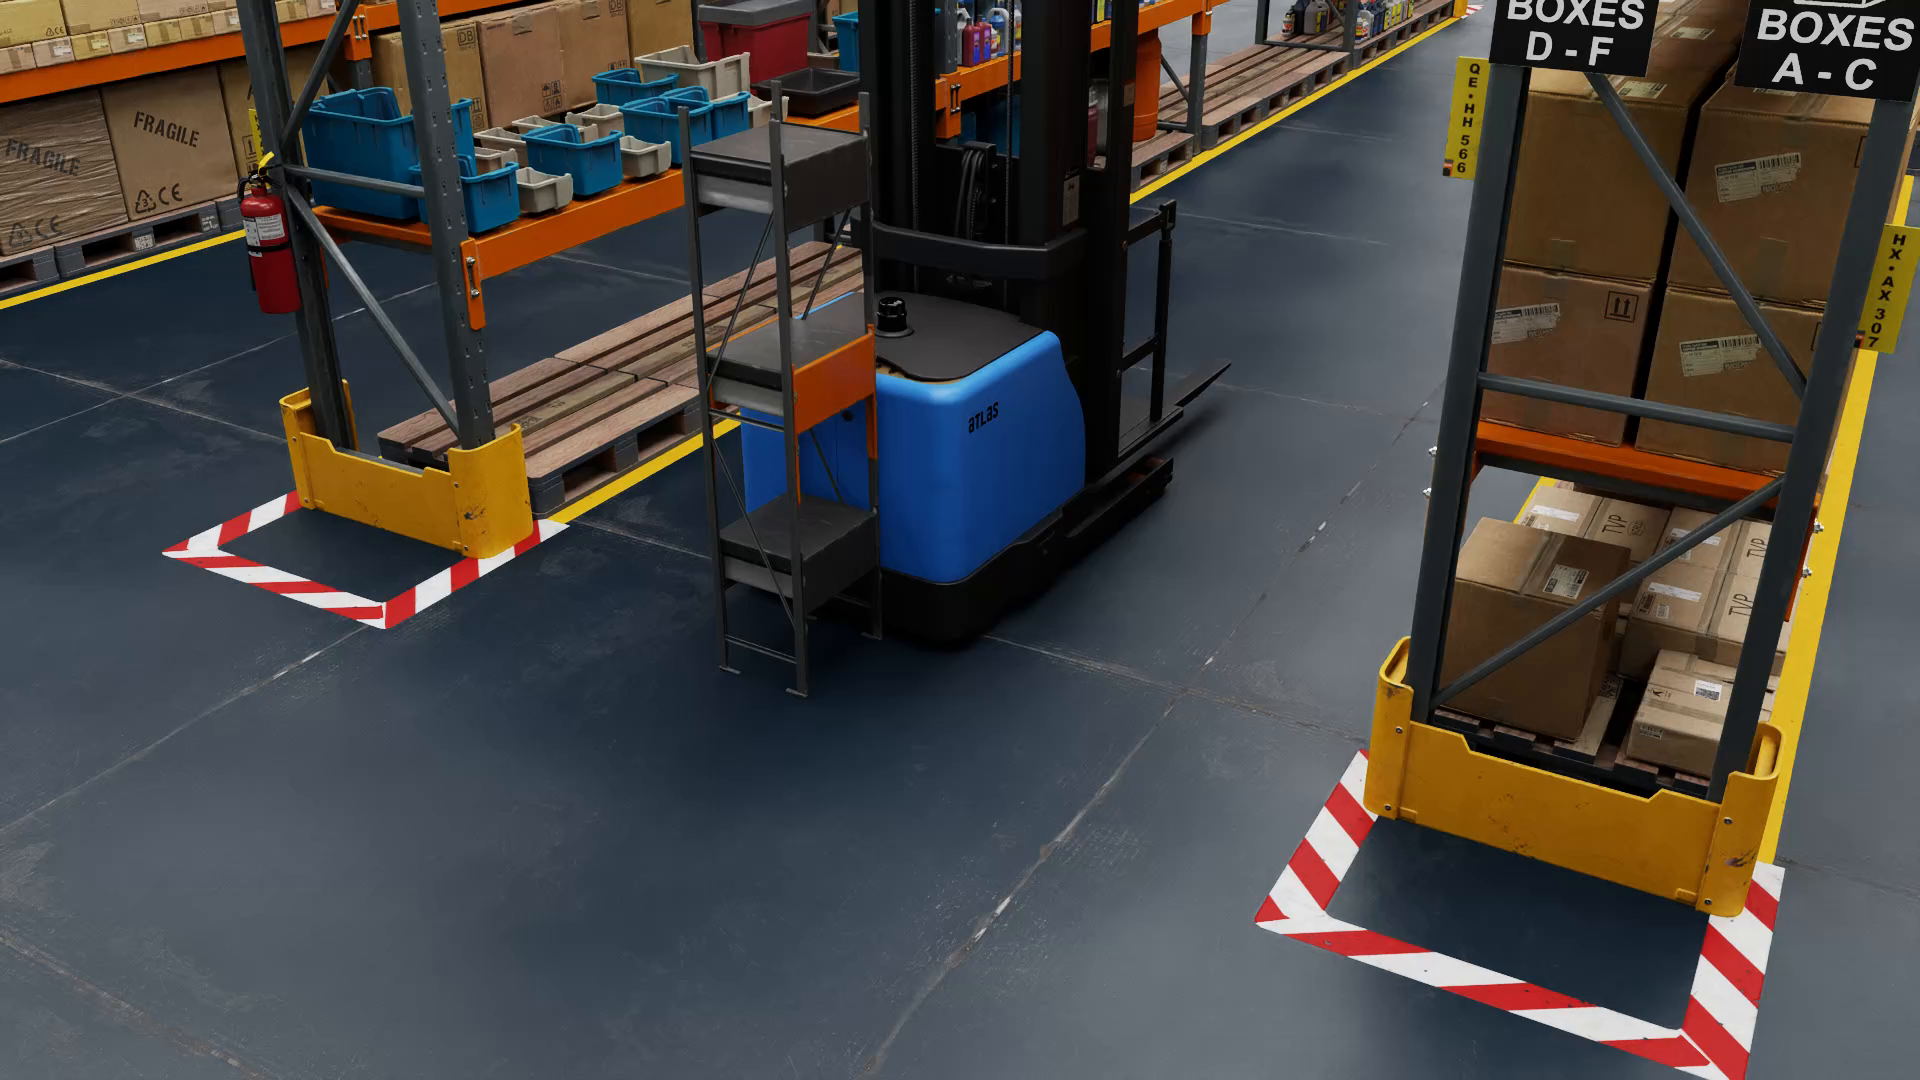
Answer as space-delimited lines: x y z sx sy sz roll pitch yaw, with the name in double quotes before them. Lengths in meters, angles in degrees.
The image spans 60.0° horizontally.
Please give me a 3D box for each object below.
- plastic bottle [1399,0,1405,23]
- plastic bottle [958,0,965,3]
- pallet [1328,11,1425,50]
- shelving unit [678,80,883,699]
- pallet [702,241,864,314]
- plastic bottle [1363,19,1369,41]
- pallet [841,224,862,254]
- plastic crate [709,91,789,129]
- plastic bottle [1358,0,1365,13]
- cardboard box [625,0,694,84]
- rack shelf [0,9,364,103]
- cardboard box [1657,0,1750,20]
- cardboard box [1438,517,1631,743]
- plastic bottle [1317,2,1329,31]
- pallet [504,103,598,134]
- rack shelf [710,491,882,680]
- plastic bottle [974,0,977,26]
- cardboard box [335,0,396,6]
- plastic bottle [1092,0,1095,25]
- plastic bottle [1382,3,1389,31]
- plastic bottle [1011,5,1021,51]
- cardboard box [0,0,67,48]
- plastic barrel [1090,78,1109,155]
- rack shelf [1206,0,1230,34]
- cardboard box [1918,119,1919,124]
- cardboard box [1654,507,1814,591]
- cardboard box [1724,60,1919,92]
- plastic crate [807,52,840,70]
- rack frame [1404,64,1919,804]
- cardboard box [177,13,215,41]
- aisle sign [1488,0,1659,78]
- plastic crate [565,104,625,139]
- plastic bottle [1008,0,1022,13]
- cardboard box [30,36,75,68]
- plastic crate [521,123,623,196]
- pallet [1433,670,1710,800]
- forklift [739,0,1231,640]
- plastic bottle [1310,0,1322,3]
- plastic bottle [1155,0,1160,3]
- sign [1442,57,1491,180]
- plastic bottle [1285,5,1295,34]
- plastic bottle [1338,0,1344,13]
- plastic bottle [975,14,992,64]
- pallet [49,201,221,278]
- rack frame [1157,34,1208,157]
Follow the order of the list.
"plastic bottle" 4.689 -5.712 17.861 0.152 0.276 0.135 13 30 25
"plastic bottle" -0.018 -3.501 11.037 0.097 0.271 0.097 0 27 0
"pallet" 4.425 -5.616 18.233 1.003 0.211 1.213 14 30 26
"shelving unit" -0.604 -0.499 5.901 0.431 2.100 0.503 15 30 28
"pallet" -0.804 -1.473 9.957 1.003 0.211 1.213 14 30 26
"plastic bottle" 4.097 -5.185 16.892 0.097 0.201 0.097 0 27 0
"pallet" -0.061 -2.060 11.129 1.003 0.211 1.213 14 30 26
"plastic crate" -1.071 -2.179 8.480 0.293 0.136 0.466 14 30 26
"plastic bottle" 4.092 -5.400 17.154 0.144 0.351 0.185 14 30 26
"cardboard box" -3.179 -4.638 15.069 1.225 0.875 0.875 13 29 24
"rack shelf" -5.773 -3.005 10.705 1.077 0.370 4.000 14 30 26
"cardboard box" 2.597 -1.690 6.047 0.500 0.500 0.500 15 30 28
"cardboard box" 1.919 0.291 5.619 0.500 0.500 0.500 14 30 26
"plastic bottle" 3.761 -5.478 17.394 0.152 0.276 0.135 14 30 26
"pallet" -3.876 -3.653 14.312 1.003 0.211 1.213 14 30 26
"rack shelf" -0.604 0.139 6.221 0.431 0.518 0.480 15 30 28
"plastic bottle" 0.044 -3.666 11.361 0.152 0.276 0.135 14 30 26
"cardboard box" -4.345 -4.275 12.327 0.500 0.500 0.500 14 30 26
"plastic bottle" 0.830 -3.678 11.302 0.144 0.351 0.185 14 30 26
"plastic bottle" 4.428 -5.467 17.363 0.061 0.283 0.133 16 31 28
"plastic bottle" 0.344 -3.236 10.507 0.097 0.271 0.097 0 27 0
"cardboard box" -5.785 -3.140 10.006 0.500 0.250 0.500 13 29 24
"plastic barrel" 1.065 -3.215 12.632 0.421 0.512 0.421 0 27 0
"rack shelf" 2.475 -5.032 14.754 1.077 0.370 4.000 14 30 26
"cardboard box" 4.262 -2.291 7.894 0.700 0.500 0.500 4 27 9
"cardboard box" 2.873 0.130 6.220 0.500 0.250 0.500 14 30 26
"cardboard box" 2.565 -1.176 5.020 0.500 0.500 0.500 15 30 27
"plastic crate" -0.830 -2.774 9.668 0.396 0.136 0.243 14 30 26
"rack frame" 1.866 -0.364 4.626 1.000 3.000 0.127 14 30 26
"cardboard box" -5.159 -3.401 10.974 0.380 0.149 0.250 15 30 27
"aisle sign" 1.566 -1.567 4.126 0.394 0.787 0.004 14 30 26
"plastic crate" -1.800 -2.066 8.254 0.298 0.136 0.250 14 30 26
"plastic bottle" 0.406 -3.450 10.930 0.152 0.276 0.135 14 30 26
"cardboard box" -5.664 -3.002 10.176 0.380 0.149 0.250 14 30 26
"plastic crate" -1.712 -1.688 7.392 0.416 0.233 0.300 14 30 26
"pallet" 2.295 0.543 5.931 1.003 0.211 1.213 14 30 26
"forklift" 0.327 -1.548 7.067 1.130 2.935 3.031 15 30 28
"plastic bottle" 3.778 -5.660 17.674 0.144 0.351 0.185 14 30 26
"plastic bottle" 1.430 -4.065 12.241 0.097 0.201 0.097 0 27 0
"sign" 1.393 -1.153 4.556 0.100 0.325 0.005 14 30 26
"plastic bottle" 3.408 -5.375 17.180 0.061 0.283 0.133 16 31 29
"plastic bottle" 4.213 -5.959 18.437 0.097 0.201 0.097 0 27 0
"plastic bottle" 0.141 -3.064 10.150 0.061 0.283 0.133 14 30 26
"pallet" -5.830 -2.102 11.214 1.003 0.211 1.213 14 30 26
"rack frame" 1.491 -4.574 13.036 1.000 3.000 0.127 14 30 26
